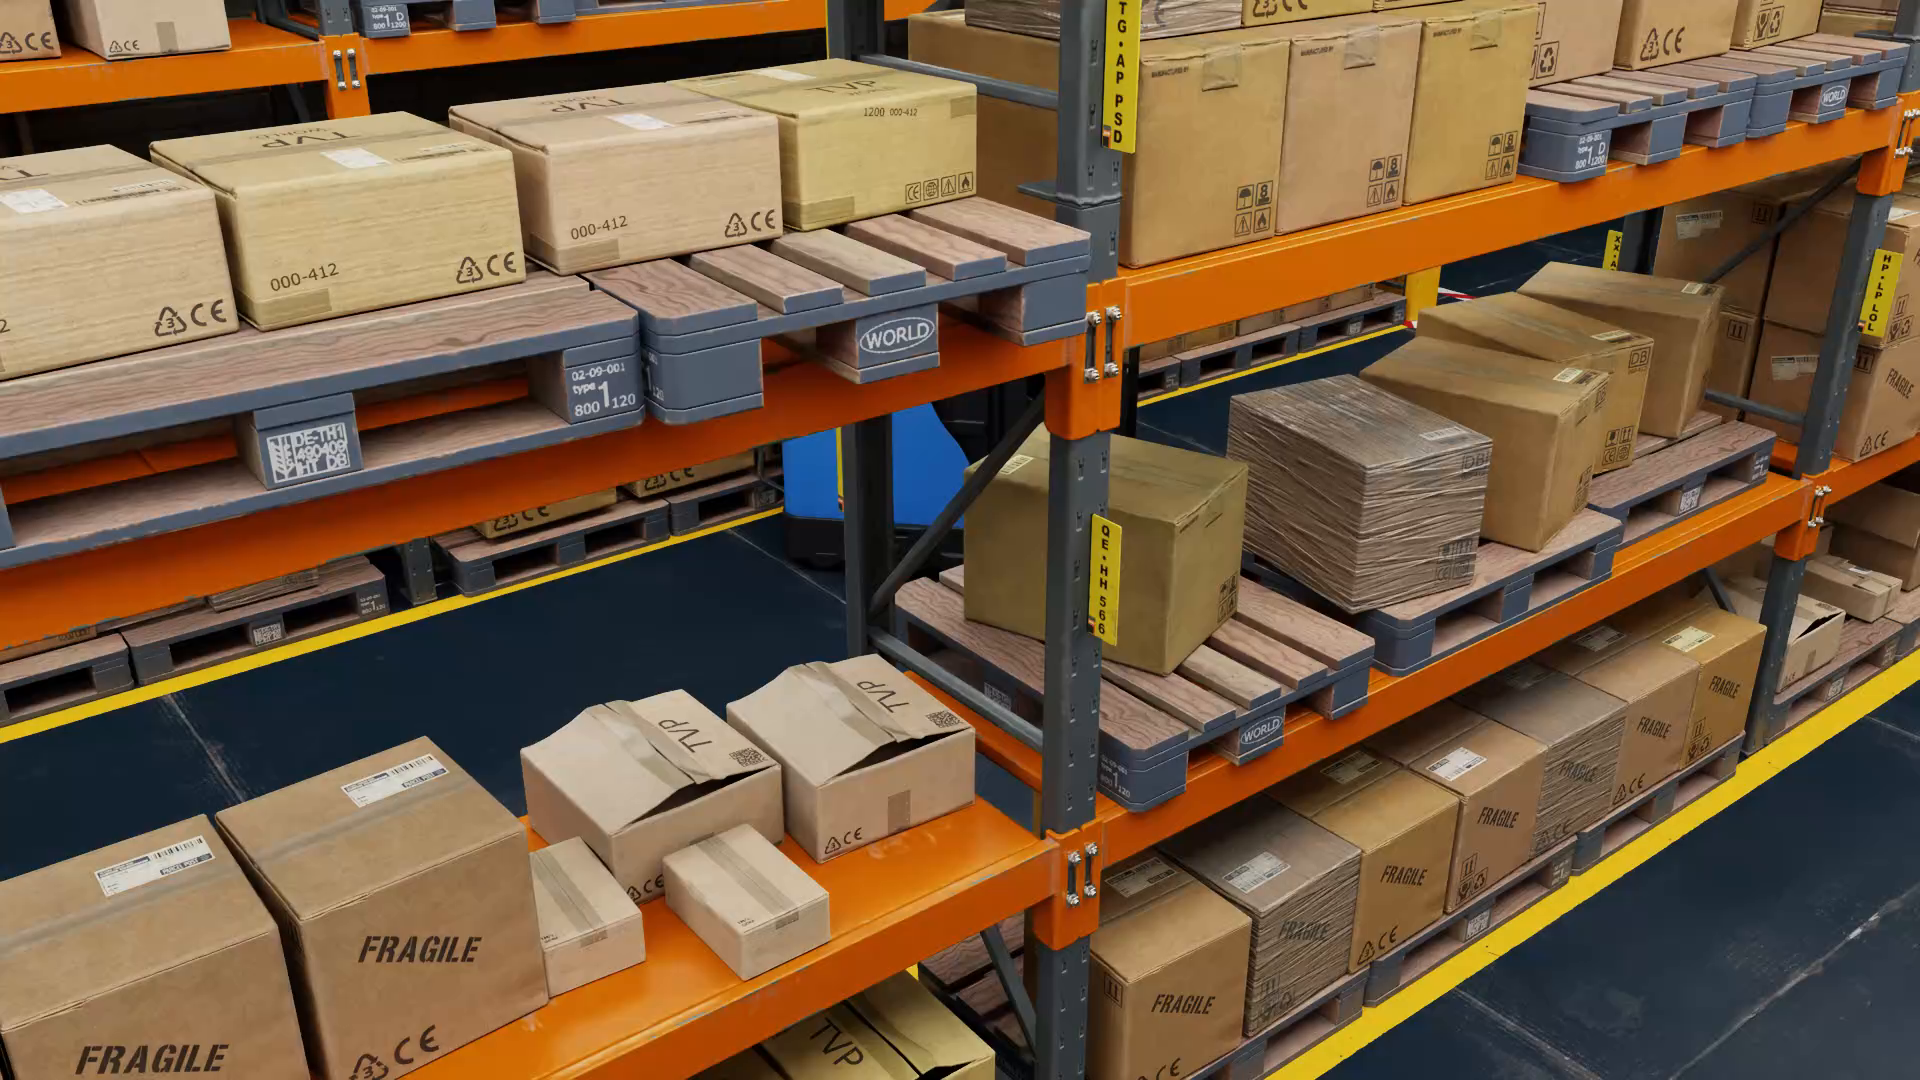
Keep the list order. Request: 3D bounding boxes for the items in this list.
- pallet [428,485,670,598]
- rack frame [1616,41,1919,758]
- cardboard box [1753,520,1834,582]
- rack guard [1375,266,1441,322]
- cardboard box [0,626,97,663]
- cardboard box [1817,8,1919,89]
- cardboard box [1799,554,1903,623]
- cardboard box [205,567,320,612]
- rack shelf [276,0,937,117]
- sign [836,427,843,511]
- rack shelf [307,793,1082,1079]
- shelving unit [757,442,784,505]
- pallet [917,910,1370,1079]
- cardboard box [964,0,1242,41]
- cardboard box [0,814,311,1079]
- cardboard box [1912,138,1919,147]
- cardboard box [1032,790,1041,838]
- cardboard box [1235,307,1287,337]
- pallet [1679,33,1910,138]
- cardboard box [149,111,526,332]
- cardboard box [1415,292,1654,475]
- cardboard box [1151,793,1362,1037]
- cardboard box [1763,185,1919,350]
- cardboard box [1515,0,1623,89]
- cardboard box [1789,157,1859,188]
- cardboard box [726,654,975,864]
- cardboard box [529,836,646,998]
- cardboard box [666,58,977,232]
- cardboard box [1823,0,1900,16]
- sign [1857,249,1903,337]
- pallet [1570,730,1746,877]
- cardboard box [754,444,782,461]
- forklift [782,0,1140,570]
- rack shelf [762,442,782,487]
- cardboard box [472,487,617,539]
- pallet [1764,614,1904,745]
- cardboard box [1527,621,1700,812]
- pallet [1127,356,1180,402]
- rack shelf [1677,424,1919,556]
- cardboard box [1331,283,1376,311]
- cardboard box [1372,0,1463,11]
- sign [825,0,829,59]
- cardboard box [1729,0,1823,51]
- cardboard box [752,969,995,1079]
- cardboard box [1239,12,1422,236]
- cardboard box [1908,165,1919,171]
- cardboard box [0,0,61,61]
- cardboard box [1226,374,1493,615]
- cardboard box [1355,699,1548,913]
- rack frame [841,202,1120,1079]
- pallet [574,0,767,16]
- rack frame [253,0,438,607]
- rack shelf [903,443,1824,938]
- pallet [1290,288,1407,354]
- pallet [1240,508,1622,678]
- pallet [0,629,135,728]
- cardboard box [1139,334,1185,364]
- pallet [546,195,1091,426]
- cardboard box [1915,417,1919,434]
[{"bbox_3d":[-2.382,-0.113,9.242,1.213,0.211,1.003,-18,31,-34],"label":"pallet"},{"bbox_3d":[3.158,-0.597,6.972,0.127,3.000,1.000,-18,31,-34],"label":"rack frame"},{"bbox_3d":[4.022,-0.013,8.387,0.500,0.311,0.500,-18,31,-34],"label":"cardboard box"},{"bbox_3d":[3.265,-2.148,13.285,0.348,0.500,1.175,-18,31,-34],"label":"rack guard"},{"bbox_3d":[-4.434,0.175,7.757,0.500,0.500,0.700,-18,31,-34],"label":"cardboard box"},{"bbox_3d":[3.694,-1.934,6.468,0.500,0.250,0.500,-18,31,-34],"label":"cardboard box"},{"bbox_3d":[4.297,0.224,8.048,0.250,0.166,0.380,-18,31,-34],"label":"cardboard box"},{"bbox_3d":[-3.583,-0.059,8.261,0.500,0.500,0.700,-18,30,-33],"label":"cardboard box"},{"bbox_3d":[-1.475,-2.751,8.907,4.000,0.370,1.077,-18,31,-34],"label":"rack shelf"},{"bbox_3d":[-0.331,-0.224,4.889,0.005,0.325,0.100,-18,31,-34],"label":"sign"},{"bbox_3d":[-1.563,1.288,3.766,4.000,0.370,1.077,-18,31,-34],"label":"rack shelf"},{"bbox_3d":[-0.751,-1.186,9.227,0.503,2.100,0.431,-9,24,-38],"label":"shelving unit"},{"bbox_3d":[0.622,1.526,5.711,1.213,0.211,1.003,-18,31,-34],"label":"pallet"},{"bbox_3d":[0.358,-1.528,4.110,0.500,0.500,0.500,-18,31,-34],"label":"cardboard box"},{"bbox_3d":[-1.714,0.975,3.467,0.500,0.500,0.500,-18,30,-34],"label":"cardboard box"},{"bbox_3d":[4.592,-1.708,8.060,0.500,0.500,0.500,-19,31,-34],"label":"cardboard box"},{"bbox_3d":[0.602,1.056,5.858,0.500,0.500,0.500,-17,30,-32],"label":"cardboard box"},{"bbox_3d":[1.968,-1.857,12.158,0.500,0.500,0.700,-19,31,-36],"label":"cardboard box"},{"bbox_3d":[2.602,-1.726,6.066,1.003,0.211,1.213,-18,31,-34],"label":"pallet"},{"bbox_3d":[-1.170,-0.617,3.133,0.500,0.250,0.500,-19,31,-35],"label":"cardboard box"},{"bbox_3d":[2.146,-0.584,6.327,0.500,0.500,0.700,-13,28,-26],"label":"cardboard box"},{"bbox_3d":[0.954,1.215,5.515,0.500,0.500,0.500,-20,31,-36],"label":"cardboard box"},{"bbox_3d":[3.703,-1.125,6.804,0.500,0.500,0.500,-17,30,-33],"label":"cardboard box"},{"bbox_3d":[1.669,-1.785,5.233,0.600,0.600,0.600,-20,31,-36],"label":"cardboard box"},{"bbox_3d":[3.798,-1.447,7.497,0.500,0.500,0.500,-19,31,-35],"label":"cardboard box"},{"bbox_3d":[-0.302,0.563,4.580,0.500,0.311,0.500,-16,29,-31],"label":"cardboard box"},{"bbox_3d":[-0.958,0.906,4.032,0.250,0.149,0.380,-16,29,-30],"label":"cardboard box"},{"bbox_3d":[-0.312,-0.904,3.751,0.500,0.250,0.500,-21,32,-38],"label":"cardboard box"},{"bbox_3d":[3.694,-2.160,6.362,0.500,0.250,0.500,-18,31,-34],"label":"cardboard box"},{"bbox_3d":[3.504,-0.939,6.335,0.005,0.325,0.100,-18,31,-34],"label":"sign"},{"bbox_3d":[2.542,0.892,7.077,1.213,0.211,1.003,-18,31,-34],"label":"pallet"},{"bbox_3d":[-1.030,-1.008,9.914,0.750,0.750,0.750,-17,30,-33],"label":"cardboard box"},{"bbox_3d":[0.618,-1.287,8.540,3.031,2.935,1.130,4,25,8],"label":"forklift"},{"bbox_3d":[-0.822,-0.514,9.458,0.480,0.518,0.431,-9,24,-38],"label":"rack shelf"},{"bbox_3d":[-2.389,-0.561,8.949,0.750,0.750,0.750,-19,31,-35],"label":"cardboard box"},{"bbox_3d":[3.699,0.490,7.943,1.213,0.211,1.003,-18,31,-34],"label":"pallet"},{"bbox_3d":[2.553,0.686,6.655,0.500,0.500,0.500,-18,30,-34],"label":"cardboard box"},{"bbox_3d":[0.745,-1.143,11.463,1.213,0.211,1.003,-18,31,-34],"label":"pallet"},{"bbox_3d":[4.732,-0.790,8.243,4.000,0.370,1.077,-18,31,-34],"label":"rack shelf"},{"bbox_3d":[2.757,-2.117,12.720,0.500,0.500,0.700,-18,31,-34],"label":"cardboard box"},{"bbox_3d":[1.161,-1.793,4.681,0.500,0.500,0.500,-18,31,-34],"label":"cardboard box"},{"bbox_3d":[-0.322,-1.333,4.382,0.005,0.325,0.100,-18,31,-34],"label":"sign"},{"bbox_3d":[2.717,-2.132,5.981,0.600,0.600,0.600,-22,33,-39],"label":"cardboard box"},{"bbox_3d":[-0.249,1.462,4.637,0.500,0.311,0.500,-17,30,-33],"label":"cardboard box"},{"bbox_3d":[0.735,-1.221,4.635,0.500,0.500,0.910,-18,31,-34],"label":"cardboard box"},{"bbox_3d":[4.513,-1.392,7.380,0.500,0.500,0.500,-19,31,-35],"label":"cardboard box"},{"bbox_3d":[-4.126,-2.308,6.951,0.637,0.503,0.797,-14,28,-27],"label":"cardboard box"},{"bbox_3d":[1.274,-0.169,5.433,0.500,0.500,0.700,-12,28,-24],"label":"cardboard box"},{"bbox_3d":[1.759,0.949,6.088,0.500,0.500,0.500,-19,31,-36],"label":"cardboard box"},{"bbox_3d":[0.011,0.442,4.734,0.127,3.000,1.000,-18,31,-34],"label":"rack frame"},{"bbox_3d":[-1.697,-2.949,8.702,1.213,0.211,1.003,-17,30,-32],"label":"pallet"},{"bbox_3d":[-3.049,-1.198,8.267,0.127,3.000,1.000,-18,31,-34],"label":"rack frame"},{"bbox_3d":[1.585,0.249,6.004,4.000,0.370,1.077,-18,31,-34],"label":"rack shelf"},{"bbox_3d":[2.666,-1.777,12.829,1.213,0.211,1.003,-18,31,-34],"label":"pallet"},{"bbox_3d":[1.538,0.023,5.866,1.213,0.211,1.003,-18,31,-34],"label":"pallet"},{"bbox_3d":[-4.624,0.585,7.739,1.213,0.211,1.003,-18,31,-34],"label":"pallet"},{"bbox_3d":[1.148,-1.583,11.568,0.500,0.500,0.700,-19,31,-35],"label":"cardboard box"},{"bbox_3d":[-0.468,-0.627,3.698,1.003,0.211,1.213,-17,30,-32],"label":"pallet"},{"bbox_3d":[4.129,-0.818,7.331,0.500,0.500,0.500,-18,30,-33],"label":"cardboard box"}]
